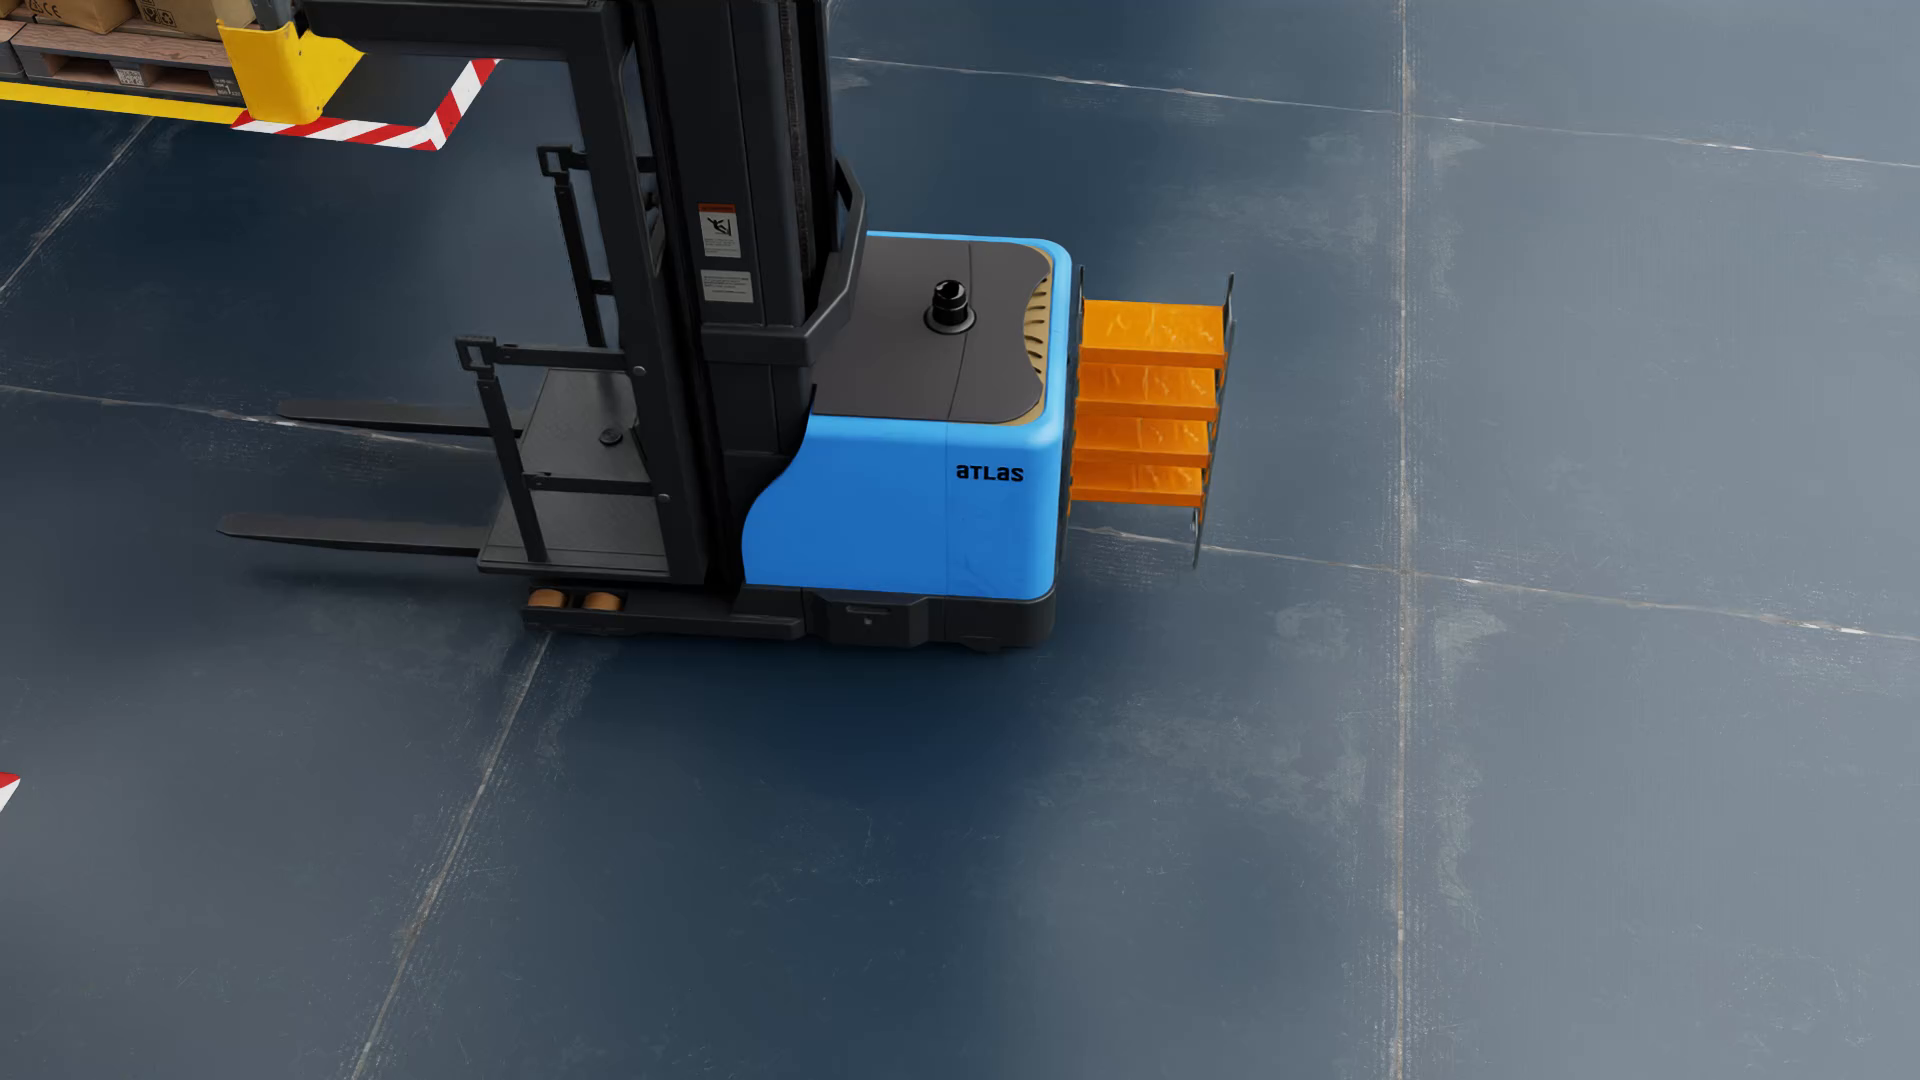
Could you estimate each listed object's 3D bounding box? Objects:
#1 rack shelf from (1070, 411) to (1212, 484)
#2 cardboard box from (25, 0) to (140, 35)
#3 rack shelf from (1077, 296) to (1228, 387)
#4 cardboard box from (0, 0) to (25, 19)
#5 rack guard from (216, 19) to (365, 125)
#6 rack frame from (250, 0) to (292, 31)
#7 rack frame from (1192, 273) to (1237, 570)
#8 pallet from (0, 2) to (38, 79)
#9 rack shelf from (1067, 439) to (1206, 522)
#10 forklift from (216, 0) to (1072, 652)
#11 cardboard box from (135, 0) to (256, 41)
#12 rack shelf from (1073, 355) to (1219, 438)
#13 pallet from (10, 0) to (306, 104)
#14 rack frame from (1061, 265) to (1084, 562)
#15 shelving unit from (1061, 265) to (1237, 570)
[{"bbox_3d":[0.634,-0.350,5.848,0.480,0.148,0.258,3,48,3],"label":"rack shelf"},{"bbox_3d":[-4.335,-2.899,8.236,0.500,0.500,0.500,19,51,17],"label":"cardboard box"},{"bbox_3d":[0.634,-0.658,5.506,0.480,0.148,0.258,3,48,3],"label":"rack shelf"},{"bbox_3d":[-4.948,-2.996,8.323,0.500,0.500,0.500,12,49,10],"label":"cardboard box"},{"bbox_3d":[-3.204,-2.620,8.268,0.348,0.500,1.175,8,49,7],"label":"rack guard"},{"bbox_3d":[-3.130,-3.445,7.329,0.127,3.000,1.000,8,49,7],"label":"rack frame"},{"bbox_3d":[0.877,-0.381,5.786,0.015,1.200,0.240,3,48,3],"label":"rack frame"},{"bbox_3d":[-5.195,-2.820,8.642,1.213,0.211,1.003,8,49,7],"label":"pallet"},{"bbox_3d":[0.634,-0.217,5.996,0.480,0.148,0.258,3,48,3],"label":"rack shelf"},{"bbox_3d":[-1.146,-1.027,5.202,3.031,2.935,1.130,3,48,3],"label":"forklift"},{"bbox_3d":[-3.741,-2.845,8.188,0.500,0.500,0.500,16,50,14],"label":"cardboard box"},{"bbox_3d":[0.634,-0.500,5.682,0.480,0.148,0.258,3,48,3],"label":"rack shelf"},{"bbox_3d":[-3.998,-2.656,8.495,1.213,0.211,1.003,8,49,7],"label":"pallet"},{"bbox_3d":[0.391,-0.409,5.811,0.015,1.200,0.240,3,48,3],"label":"rack frame"},{"bbox_3d":[0.634,-0.395,5.798,0.503,1.200,0.258,3,48,3],"label":"shelving unit"}]
